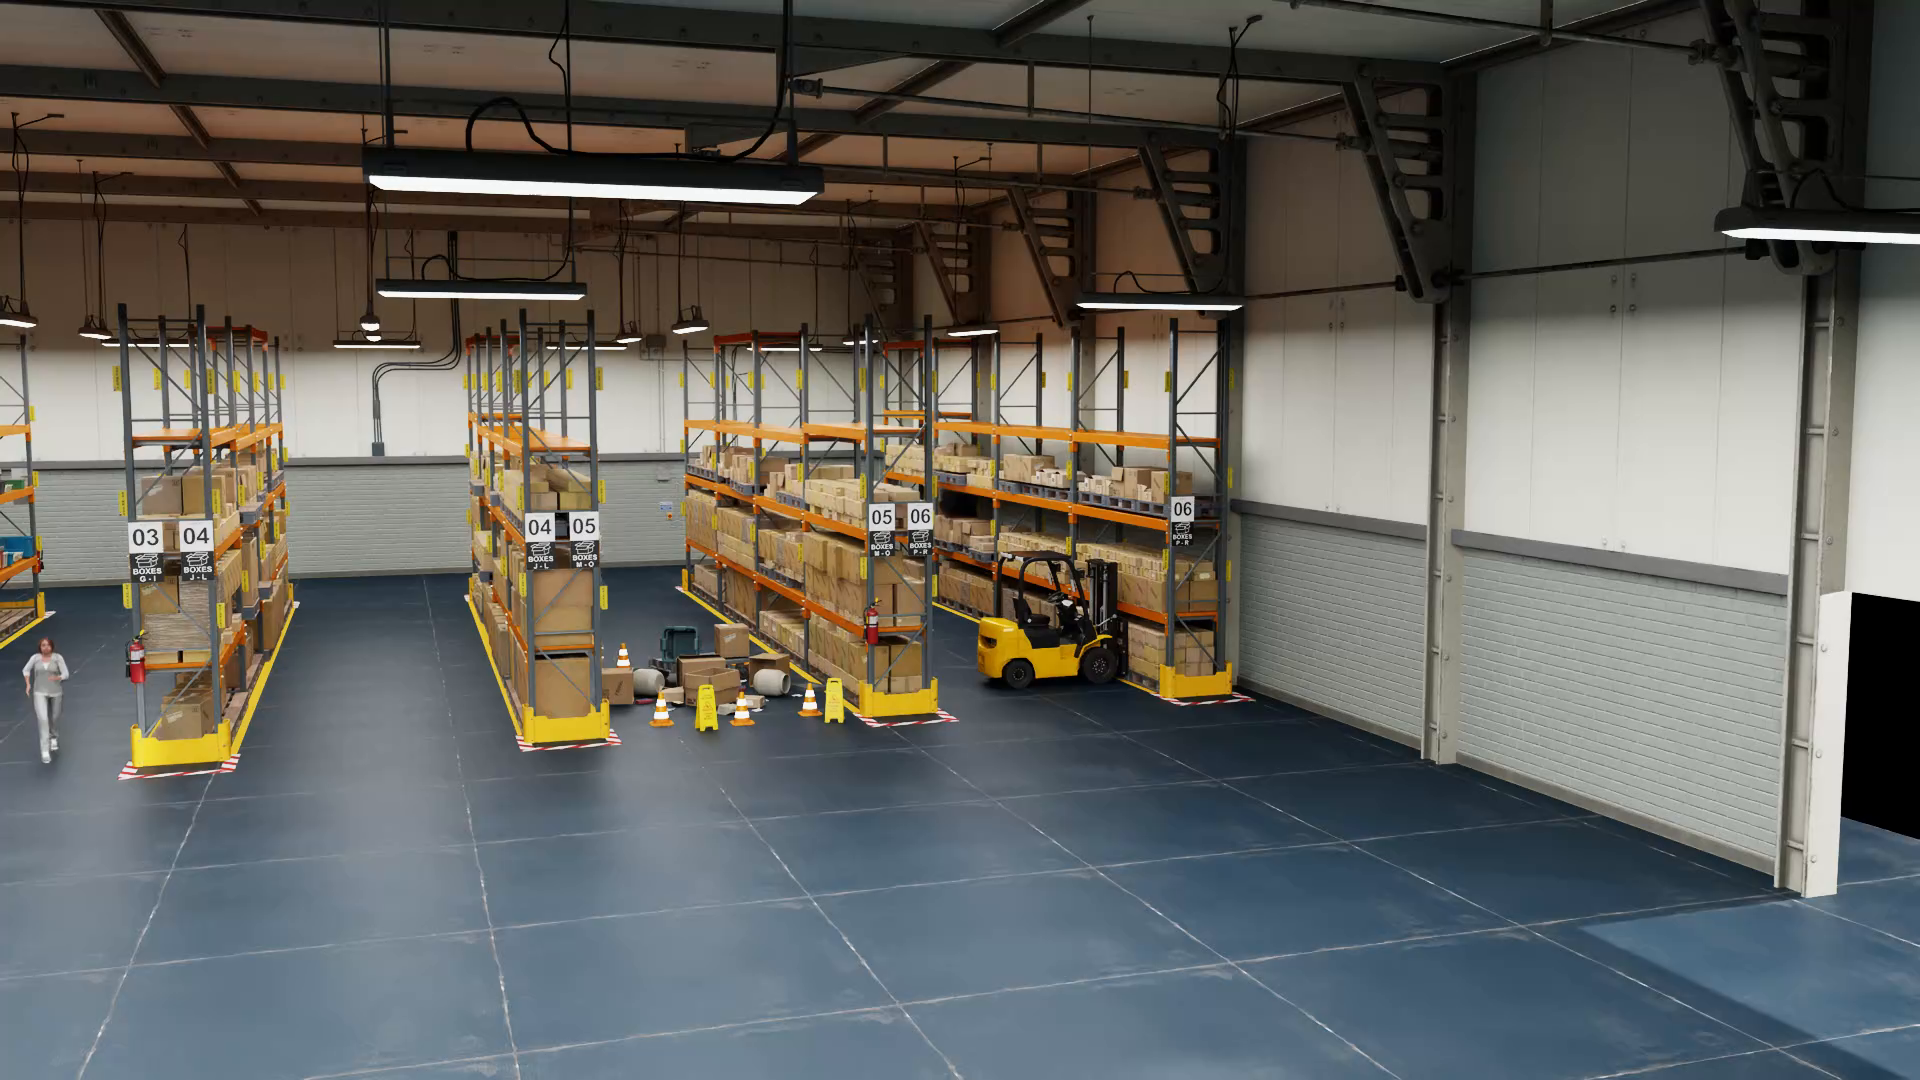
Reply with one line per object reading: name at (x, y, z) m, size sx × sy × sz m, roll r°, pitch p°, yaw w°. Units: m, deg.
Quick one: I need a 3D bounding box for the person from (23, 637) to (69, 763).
person at (-12.168, 2.108, 22.174) m, size 0.520 × 1.608 × 0.759 m, roll -3°, pitch 6°, yaw -32°
